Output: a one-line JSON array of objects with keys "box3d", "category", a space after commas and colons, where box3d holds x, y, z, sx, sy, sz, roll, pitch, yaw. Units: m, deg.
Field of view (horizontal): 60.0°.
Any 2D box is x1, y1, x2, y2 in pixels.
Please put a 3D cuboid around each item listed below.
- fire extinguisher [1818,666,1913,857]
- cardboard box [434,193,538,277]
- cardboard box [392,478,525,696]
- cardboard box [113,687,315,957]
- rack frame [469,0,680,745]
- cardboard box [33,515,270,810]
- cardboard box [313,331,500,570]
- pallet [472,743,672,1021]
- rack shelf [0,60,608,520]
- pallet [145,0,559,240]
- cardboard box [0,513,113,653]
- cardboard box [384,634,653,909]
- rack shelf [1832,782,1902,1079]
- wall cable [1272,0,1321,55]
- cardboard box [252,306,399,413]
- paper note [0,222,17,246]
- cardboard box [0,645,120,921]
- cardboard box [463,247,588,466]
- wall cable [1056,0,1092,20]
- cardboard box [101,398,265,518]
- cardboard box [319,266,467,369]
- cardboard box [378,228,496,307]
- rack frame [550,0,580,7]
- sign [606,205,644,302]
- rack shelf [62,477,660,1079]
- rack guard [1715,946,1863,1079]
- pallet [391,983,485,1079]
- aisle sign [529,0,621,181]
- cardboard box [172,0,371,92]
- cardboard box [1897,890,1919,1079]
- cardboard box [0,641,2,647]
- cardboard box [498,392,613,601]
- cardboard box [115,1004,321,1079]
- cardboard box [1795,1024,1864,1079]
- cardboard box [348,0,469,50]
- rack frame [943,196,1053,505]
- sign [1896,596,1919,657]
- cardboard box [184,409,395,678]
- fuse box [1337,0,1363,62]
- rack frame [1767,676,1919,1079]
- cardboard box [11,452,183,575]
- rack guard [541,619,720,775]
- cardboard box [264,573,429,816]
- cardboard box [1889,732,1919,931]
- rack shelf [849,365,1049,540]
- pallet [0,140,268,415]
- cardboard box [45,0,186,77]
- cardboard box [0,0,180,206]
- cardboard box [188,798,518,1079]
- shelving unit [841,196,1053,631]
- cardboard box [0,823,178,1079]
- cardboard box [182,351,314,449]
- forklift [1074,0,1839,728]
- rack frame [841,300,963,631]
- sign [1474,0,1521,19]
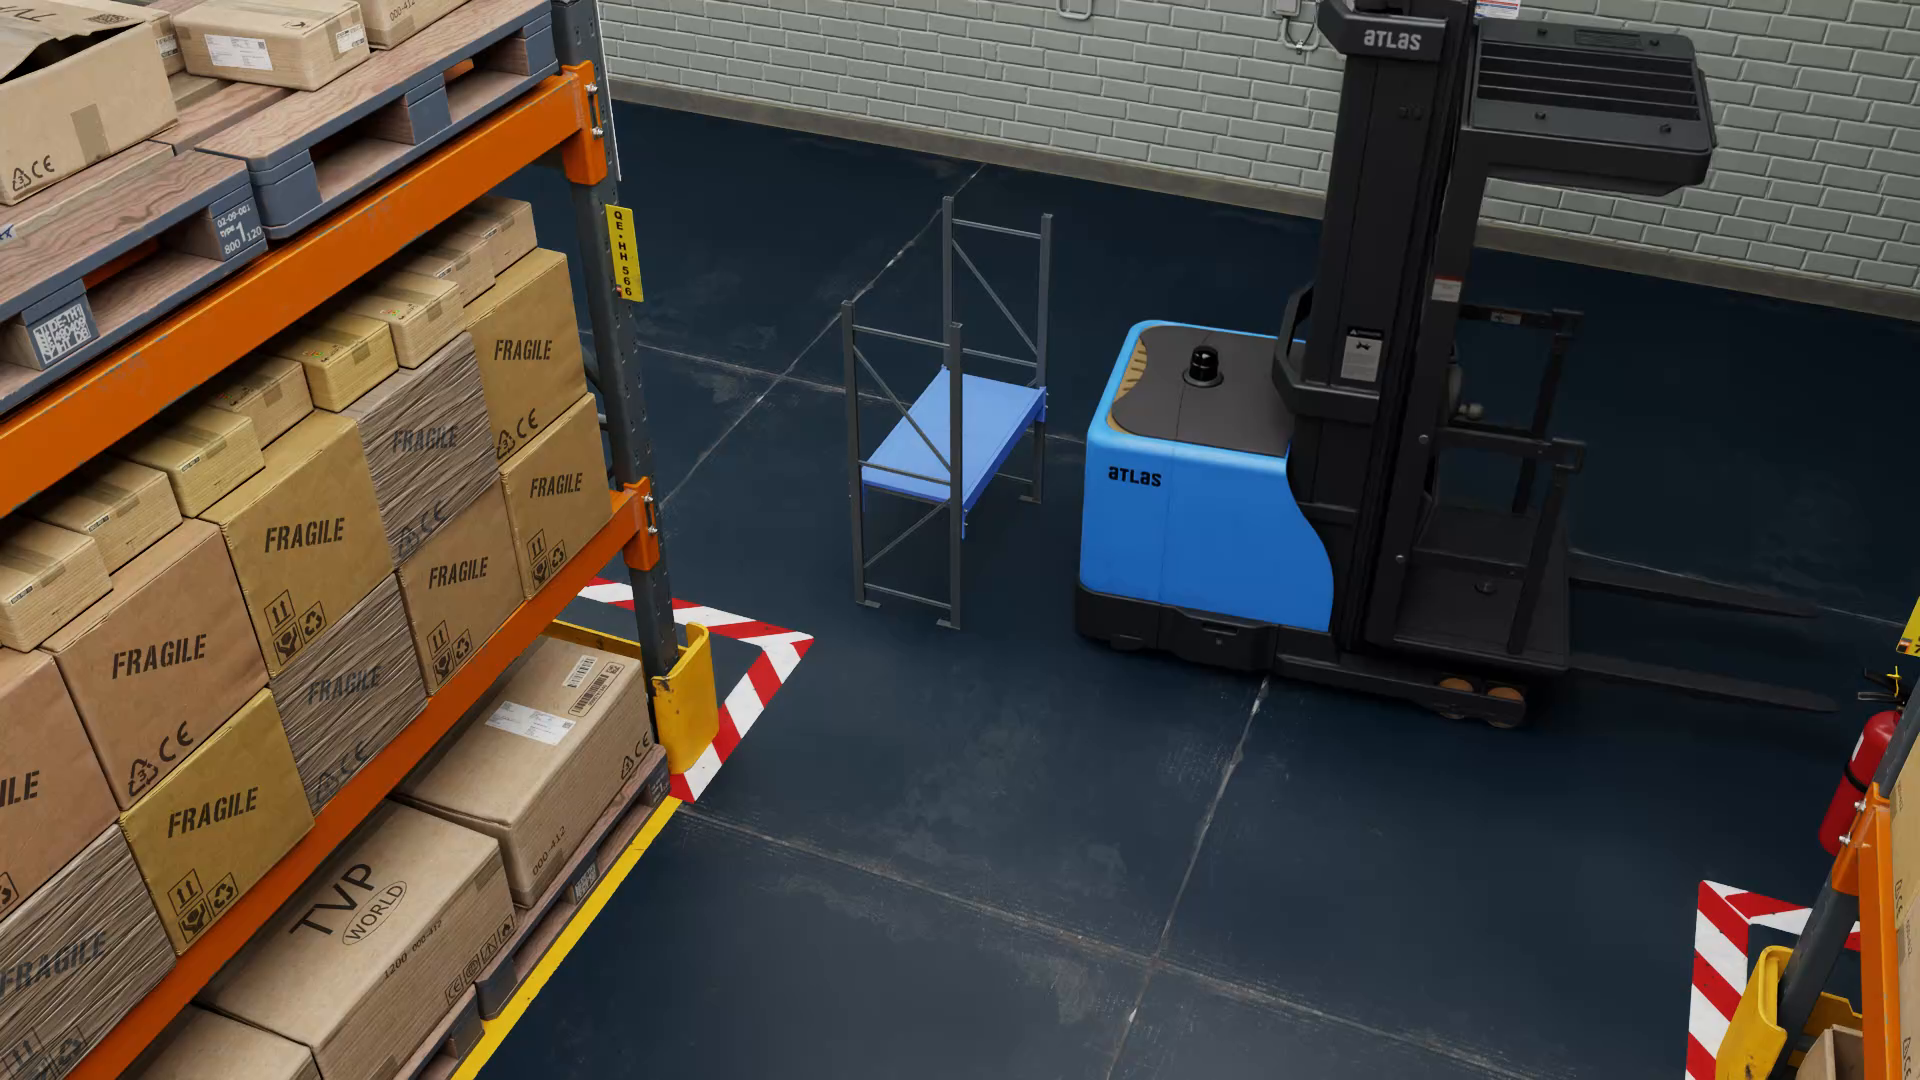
[{"box3d": [2.653, 0.639, 4.766, 0.296, 0.674, 0.183, 14, 39, 18], "category": "fire extinguisher"}, {"box3d": [-1.519, -0.940, 5.041, 0.380, 0.149, 0.250, 14, 39, 18], "category": "cardboard box"}, {"box3d": [-1.711, 0.078, 5.057, 0.500, 0.500, 0.500, 13, 39, 17], "category": "cardboard box"}, {"box3d": [-2.082, 0.654, 4.286, 0.500, 0.500, 0.500, 15, 39, 19], "category": "cardboard box"}, {"box3d": [-1.567, -0.484, 5.892, 1.000, 3.000, 0.127, 14, 39, 18], "category": "rack frame"}, {"box3d": [-2.087, 0.244, 3.999, 0.500, 0.500, 0.500, 14, 39, 17], "category": "cardboard box"}, {"box3d": [-1.702, -0.307, 4.737, 0.500, 0.500, 0.500, 14, 39, 18], "category": "cardboard box"}, {"box3d": [-1.799, 1.094, 6.110, 1.003, 0.211, 1.213, 14, 39, 18], "category": "pallet"}, {"box3d": [-2.328, -0.290, 3.728, 1.077, 0.370, 4.000, 14, 39, 18], "category": "rack shelf"}, {"box3d": [-1.840, -1.237, 4.468, 1.003, 0.211, 1.213, 14, 39, 18], "category": "pallet"}, {"box3d": [-2.132, 0.076, 3.682, 0.380, 0.149, 0.250, 14, 39, 18], "category": "cardboard box"}, {"box3d": [-1.726, 0.763, 6.014, 0.875, 0.438, 0.875, 13, 39, 16], "category": "cardboard box"}, {"box3d": [2.263, 2.040, 3.116, 1.077, 0.370, 4.000, 14, 39, 18], "category": "rack shelf"}, {"box3d": [1.872, -3.701, 9.348, 0.588, 1.984, 0.122, 14, 39, 18], "category": "wall cable"}, {"box3d": [-1.747, -0.502, 4.455, 0.380, 0.149, 0.250, 15, 39, 19], "category": "cardboard box"}, {"box3d": [-1.828, -0.559, 3.133, 0.006, 0.032, 0.123, 14, 39, 18], "category": "paper note"}, {"box3d": [-2.281, 0.523, 3.627, 0.500, 0.500, 0.500, 15, 39, 19], "category": "cardboard box"}, {"box3d": [-1.531, -0.603, 5.133, 0.500, 0.500, 0.500, 15, 39, 19], "category": "cardboard box"}, {"box3d": [0.556, -4.030, 9.762, 0.585, 1.953, 0.123, 14, 39, 18], "category": "wall cable"}, {"box3d": [-1.954, -0.221, 4.079, 0.380, 0.149, 0.250, 15, 39, 19], "category": "cardboard box"}, {"box3d": [-1.614, -0.632, 4.629, 0.380, 0.149, 0.250, 13, 39, 17], "category": "cardboard box"}, {"box3d": [-1.593, -0.794, 4.846, 0.380, 0.149, 0.250, 15, 39, 19], "category": "cardboard box"}, {"box3d": [-1.567, -2.887, 4.096, 1.000, 3.000, 0.127, 14, 39, 18], "category": "rack frame"}, {"box3d": [-1.071, -0.911, 5.298, 0.100, 0.325, 0.005, 14, 39, 18], "category": "sign"}, {"box3d": [-2.328, 0.912, 4.626, 1.077, 0.370, 4.000, 14, 39, 18], "category": "rack shelf"}, {"box3d": [2.995, 1.688, 5.074, 1.175, 0.500, 0.348, 14, 39, 18], "category": "rack guard"}, {"box3d": [-2.265, 1.767, 5.210, 1.003, 0.211, 1.213, 14, 39, 18], "category": "pallet"}, {"box3d": [-1.253, -1.494, 5.072, 0.394, 0.787, 0.004, 14, 39, 18], "category": "aisle sign"}, {"box3d": [-1.741, -1.273, 4.218, 0.380, 0.149, 0.250, 11, 38, 14], "category": "cardboard box"}, {"box3d": [2.411, 1.055, 3.710, 0.500, 0.250, 0.500, 14, 39, 18], "category": "cardboard box"}, {"box3d": [-2.290, 0.196, 3.521, 0.380, 0.149, 0.250, 14, 39, 18], "category": "cardboard box"}, {"box3d": [-1.506, -0.196, 5.424, 0.500, 0.500, 0.500, 14, 39, 18], "category": "cardboard box"}, {"box3d": [-2.411, 1.770, 4.666, 0.875, 0.438, 0.875, 13, 39, 16], "category": "cardboard box"}, {"box3d": [2.704, 1.794, 4.579, 0.797, 0.503, 0.637, 12, 39, 16], "category": "cardboard box"}, {"box3d": [-1.655, -1.564, 4.522, 0.500, 0.250, 0.500, 10, 38, 14], "category": "cardboard box"}, {"box3d": [0.161, -0.835, 7.614, 0.500, 1.500, 0.032, 14, 39, 18], "category": "rack frame"}, {"box3d": [2.522, 0.175, 4.288, 0.100, 0.325, 0.005, 14, 39, 18], "category": "sign"}, {"box3d": [-1.894, -0.034, 4.371, 0.500, 0.500, 0.500, 14, 39, 18], "category": "cardboard box"}, {"box3d": [2.444, -2.536, 9.713, 0.539, 1.711, 0.414, 14, 39, 18], "category": "fuse box"}, {"box3d": [3.024, 0.645, 4.382, 1.000, 3.000, 0.127, 14, 39, 18], "category": "rack frame"}, {"box3d": [-2.071, -0.080, 3.891, 0.380, 0.149, 0.250, 15, 39, 19], "category": "cardboard box"}, {"box3d": [-1.558, 0.504, 6.658, 1.175, 0.500, 0.348, 14, 39, 18], "category": "rack guard"}, {"box3d": [-1.898, 0.365, 4.673, 0.500, 0.500, 0.500, 15, 39, 19], "category": "cardboard box"}, {"box3d": [2.602, 0.776, 4.084, 0.500, 0.250, 0.500, 14, 39, 18], "category": "cardboard box"}, {"box3d": [-0.032, -0.409, 7.345, 0.538, 0.185, 1.000, 14, 39, 18], "category": "rack shelf"}, {"box3d": [-2.303, -0.559, 3.561, 1.003, 0.211, 1.213, 14, 39, 18], "category": "pallet"}, {"box3d": [-2.194, -1.243, 4.177, 0.380, 0.149, 0.250, 15, 39, 19], "category": "cardboard box"}, {"box3d": [-2.183, -1.040, 3.771, 0.500, 0.311, 0.500, 15, 39, 19], "category": "cardboard box"}, {"box3d": [-2.067, 1.271, 5.333, 0.875, 0.438, 0.875, 15, 39, 19], "category": "cardboard box"}, {"box3d": [-0.032, -0.554, 7.238, 0.538, 1.500, 1.048, 14, 39, 18], "category": "shelving unit"}, {"box3d": [-2.278, 0.939, 3.905, 0.500, 0.500, 0.500, 14, 39, 18], "category": "cardboard box"}, {"box3d": [-1.912, -0.373, 4.283, 0.380, 0.149, 0.250, 13, 39, 17], "category": "cardboard box"}, {"box3d": [2.065, -0.770, 6.331, 3.031, 2.935, 1.130, 10, 38, 13], "category": "forklift"}, {"box3d": [-0.226, -0.272, 6.861, 0.500, 1.500, 0.032, 14, 39, 18], "category": "rack frame"}, {"box3d": [2.979, -3.016, 9.359, 0.329, 0.494, 0.001, 14, 39, 18], "category": "sign"}]
